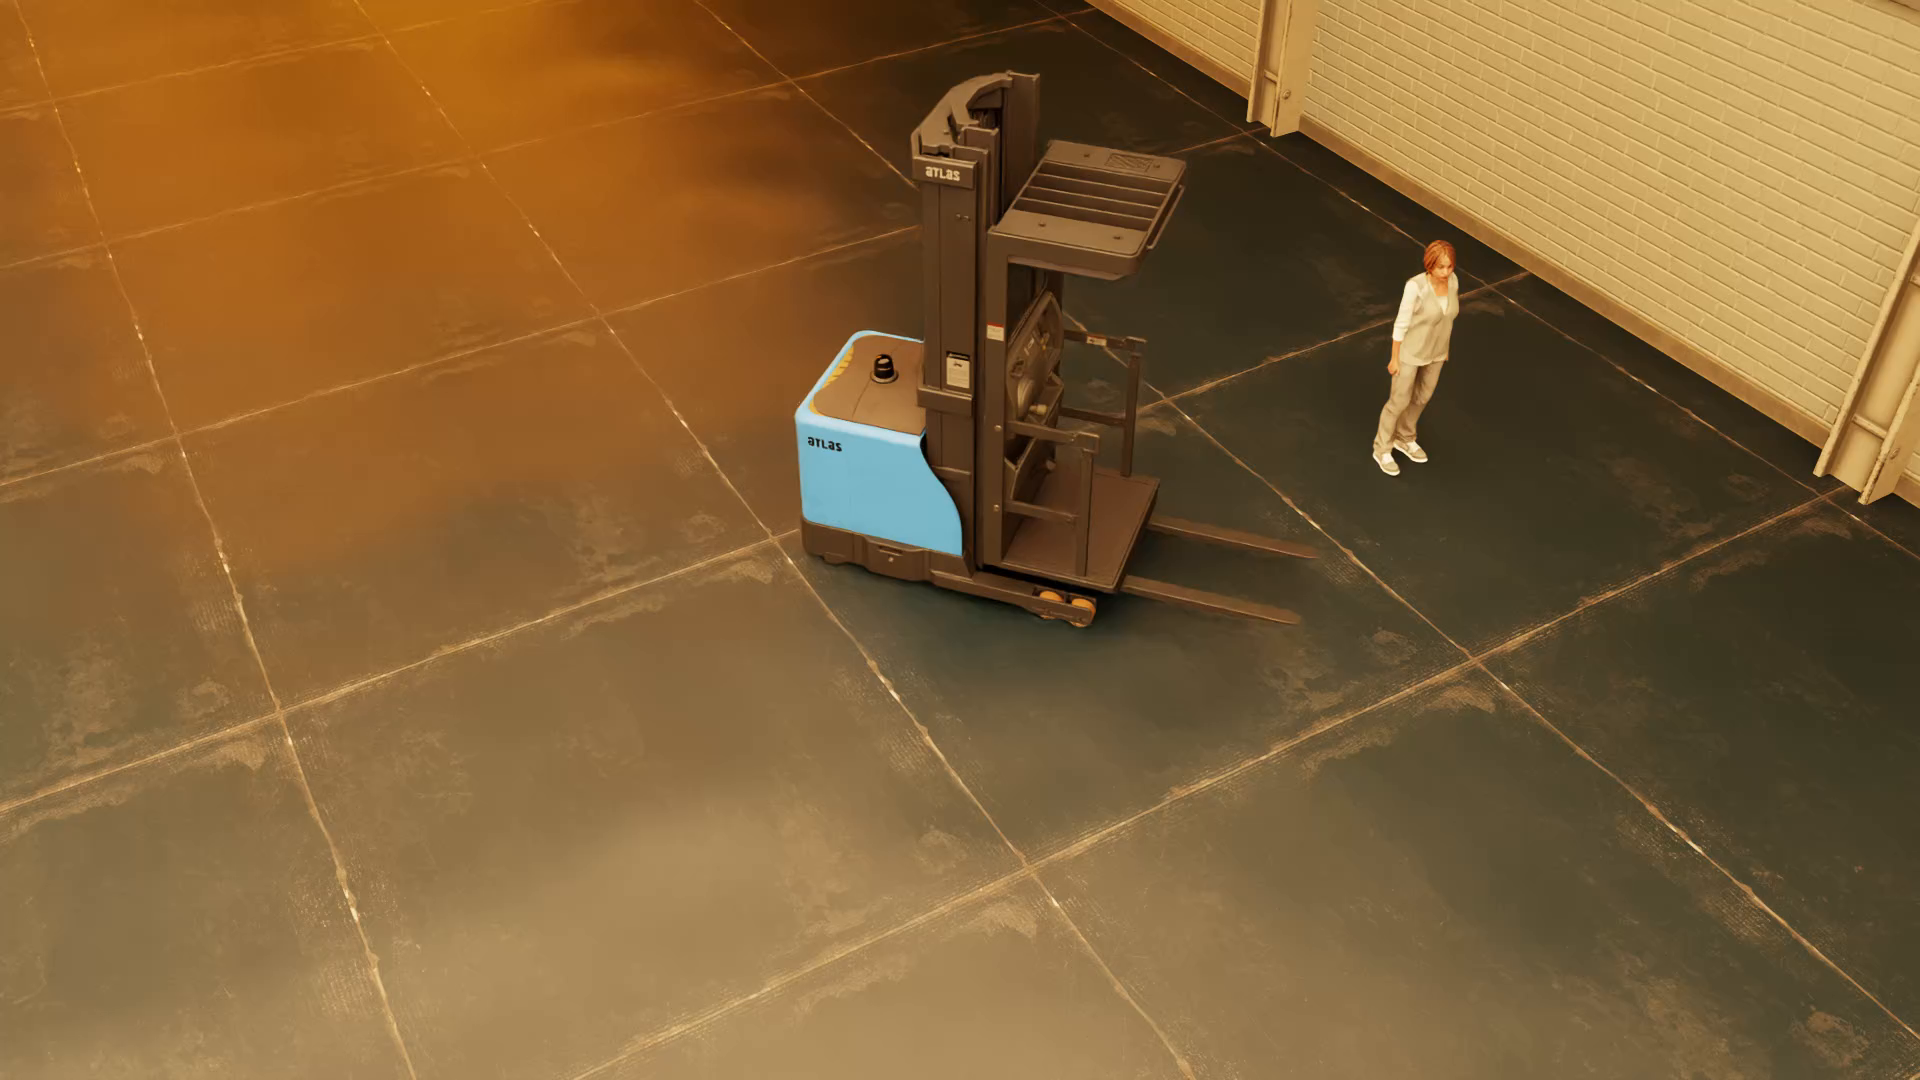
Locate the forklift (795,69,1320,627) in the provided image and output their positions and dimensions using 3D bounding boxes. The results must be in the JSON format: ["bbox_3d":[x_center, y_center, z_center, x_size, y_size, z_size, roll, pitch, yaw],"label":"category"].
[{"bbox_3d":[0.605,-1.005,9.248,3.031,2.935,1.130,13,41,15],"label":"forklift"}]

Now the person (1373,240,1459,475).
[{"bbox_3d":[2.900,-1.158,10.476,0.444,1.602,0.329,-17,43,-20],"label":"person"}]
